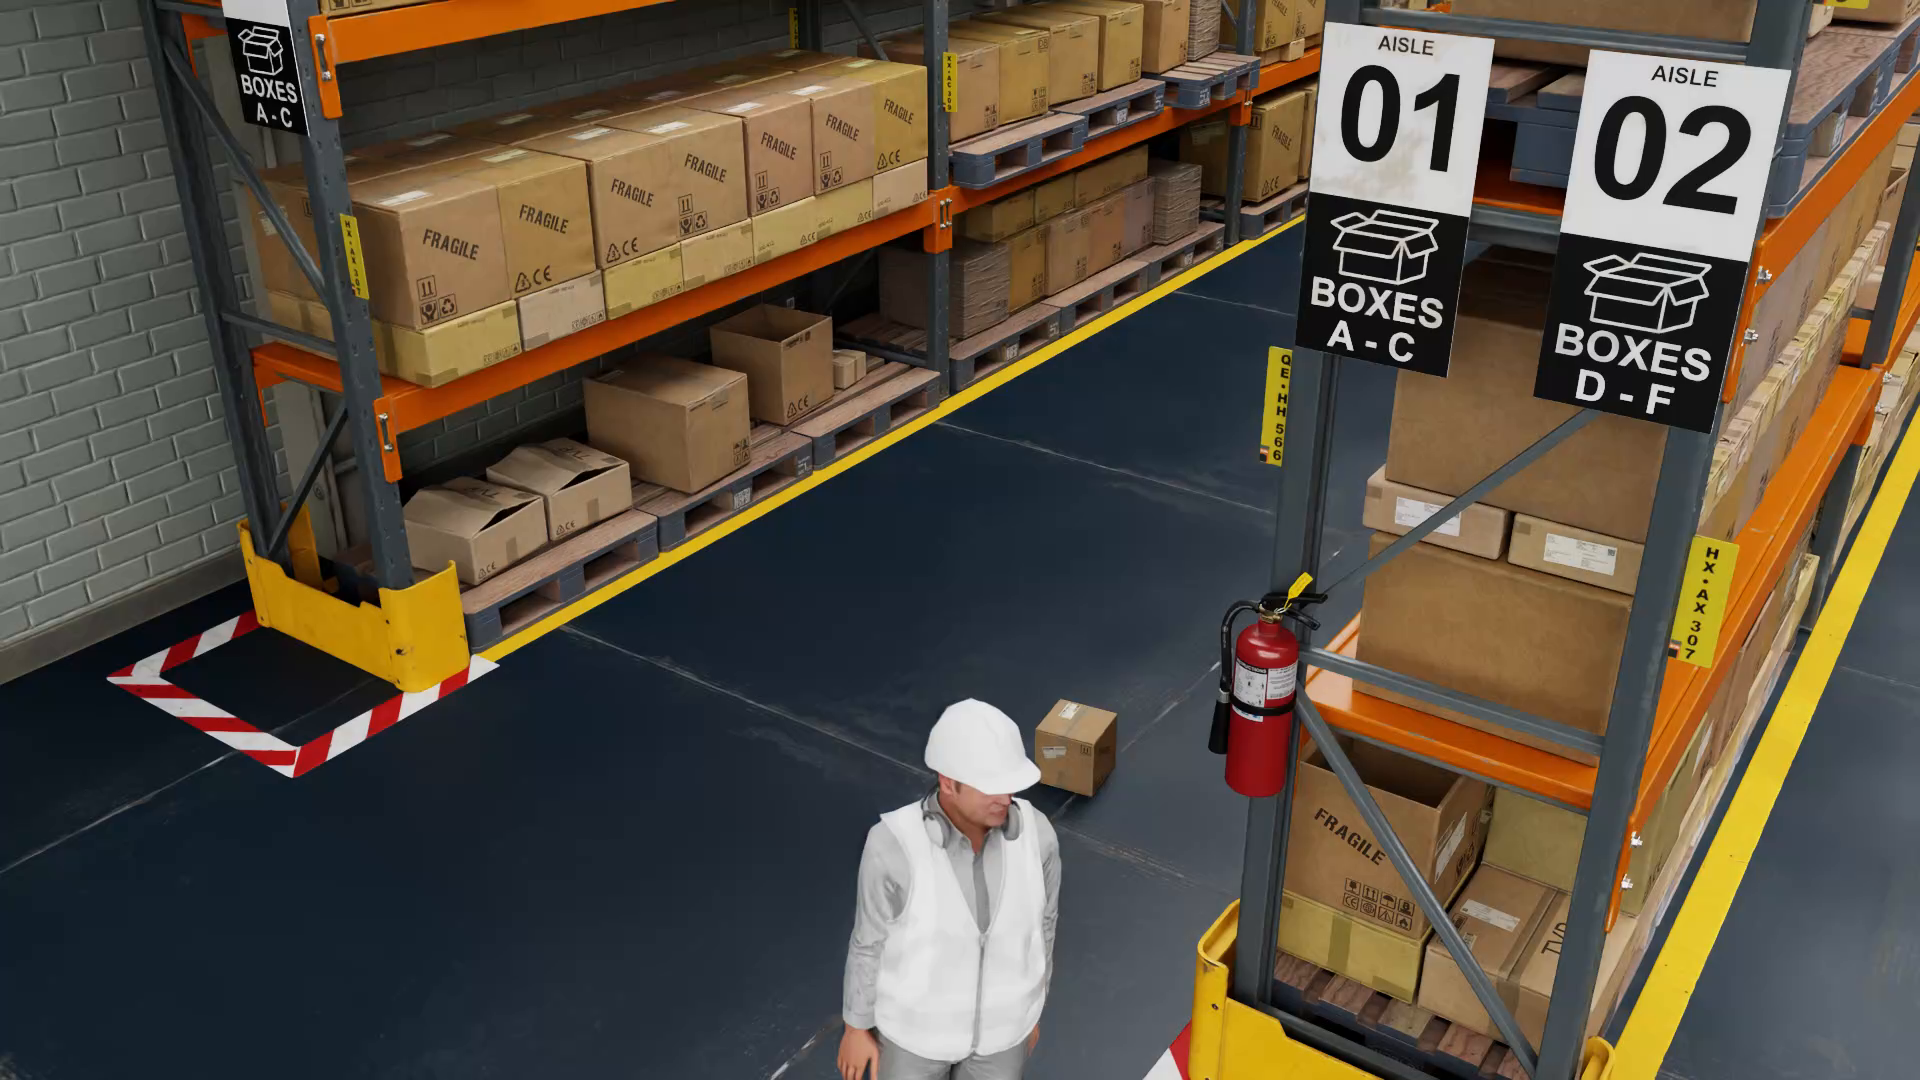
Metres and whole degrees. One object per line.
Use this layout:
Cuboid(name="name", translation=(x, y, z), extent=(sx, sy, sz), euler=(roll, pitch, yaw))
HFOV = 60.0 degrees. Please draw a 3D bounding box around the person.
Cuboid(name="person", translation=(-0.028, 1.186, 4.207), extent=(0.590, 1.754, 0.580), euler=(-7, 28, -14))
